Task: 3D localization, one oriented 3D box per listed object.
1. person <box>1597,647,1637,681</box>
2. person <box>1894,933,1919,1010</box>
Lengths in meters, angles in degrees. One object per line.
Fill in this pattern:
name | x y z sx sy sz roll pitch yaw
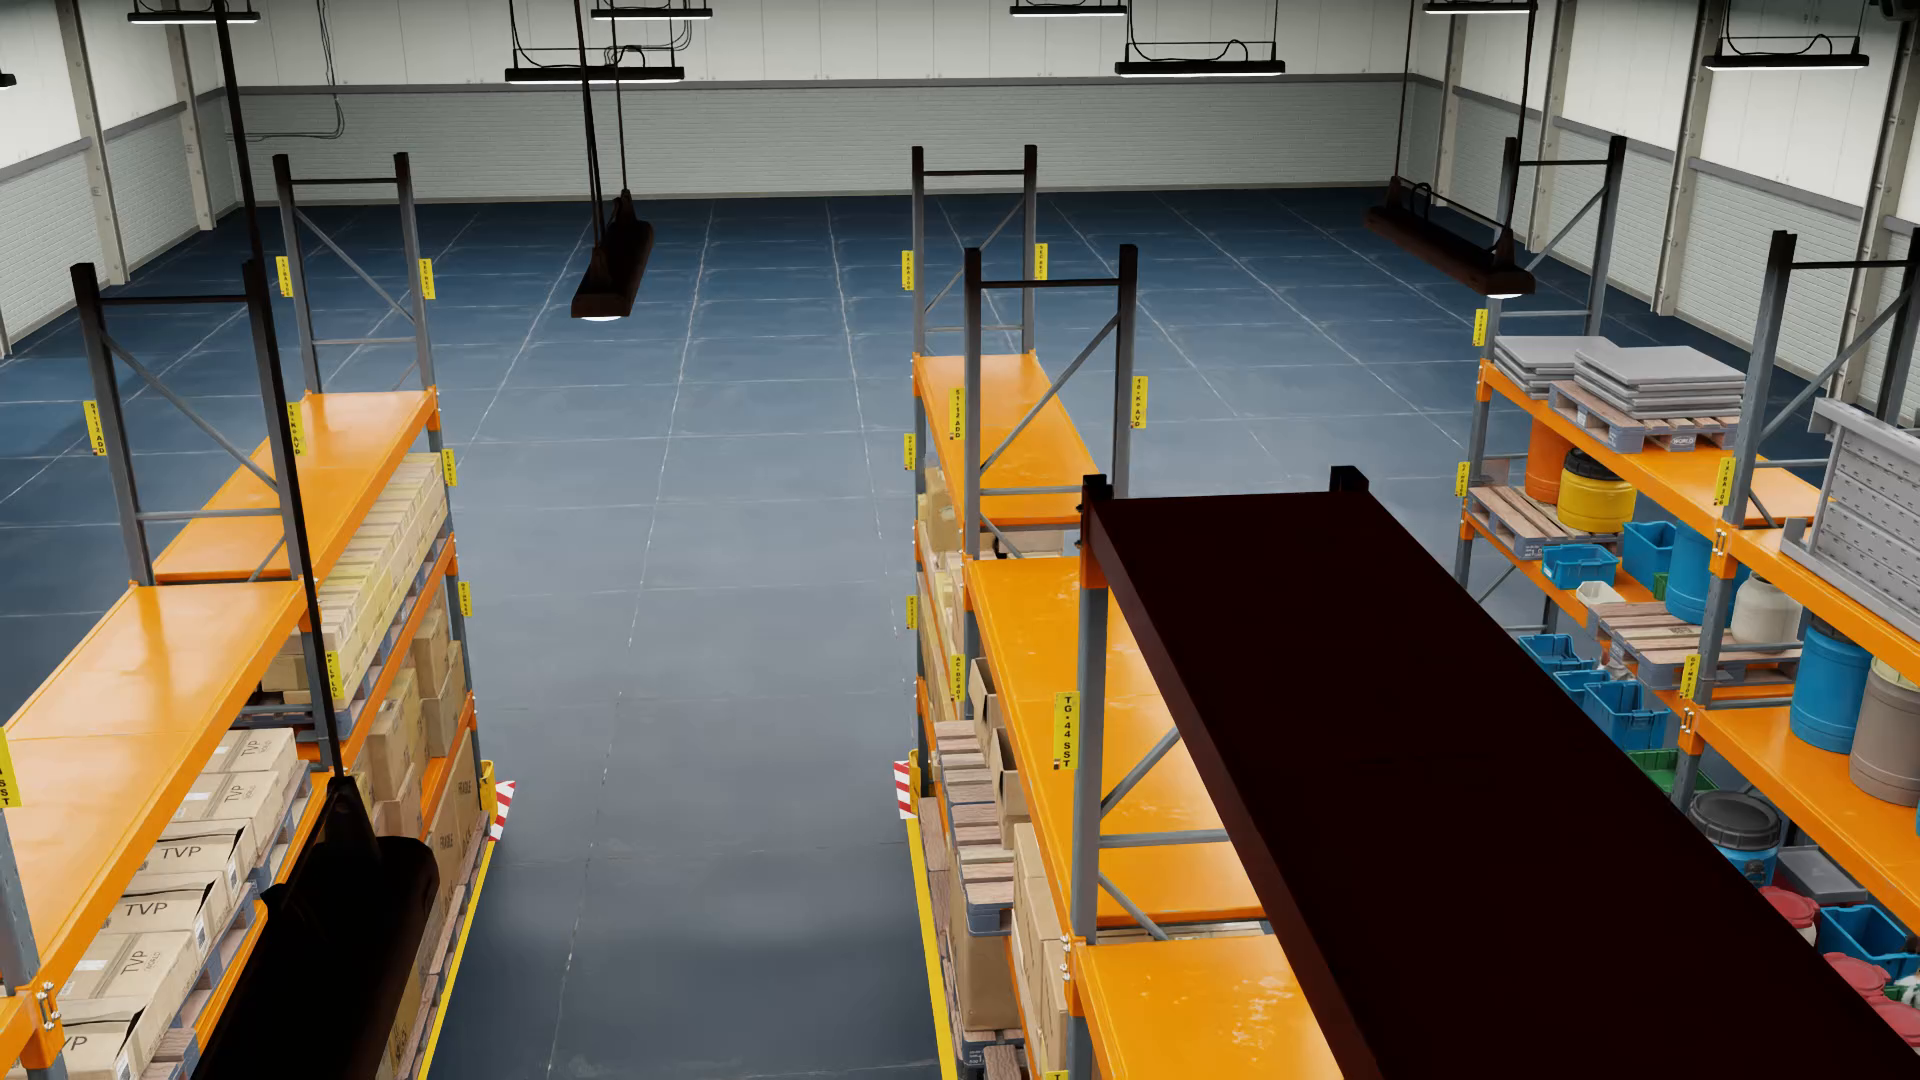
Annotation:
person | 6.396 1.165 16.280 0.555 1.788 0.619 -8 23 -19
person | 6.166 3.276 10.766 0.481 1.657 0.449 -12 25 -28
